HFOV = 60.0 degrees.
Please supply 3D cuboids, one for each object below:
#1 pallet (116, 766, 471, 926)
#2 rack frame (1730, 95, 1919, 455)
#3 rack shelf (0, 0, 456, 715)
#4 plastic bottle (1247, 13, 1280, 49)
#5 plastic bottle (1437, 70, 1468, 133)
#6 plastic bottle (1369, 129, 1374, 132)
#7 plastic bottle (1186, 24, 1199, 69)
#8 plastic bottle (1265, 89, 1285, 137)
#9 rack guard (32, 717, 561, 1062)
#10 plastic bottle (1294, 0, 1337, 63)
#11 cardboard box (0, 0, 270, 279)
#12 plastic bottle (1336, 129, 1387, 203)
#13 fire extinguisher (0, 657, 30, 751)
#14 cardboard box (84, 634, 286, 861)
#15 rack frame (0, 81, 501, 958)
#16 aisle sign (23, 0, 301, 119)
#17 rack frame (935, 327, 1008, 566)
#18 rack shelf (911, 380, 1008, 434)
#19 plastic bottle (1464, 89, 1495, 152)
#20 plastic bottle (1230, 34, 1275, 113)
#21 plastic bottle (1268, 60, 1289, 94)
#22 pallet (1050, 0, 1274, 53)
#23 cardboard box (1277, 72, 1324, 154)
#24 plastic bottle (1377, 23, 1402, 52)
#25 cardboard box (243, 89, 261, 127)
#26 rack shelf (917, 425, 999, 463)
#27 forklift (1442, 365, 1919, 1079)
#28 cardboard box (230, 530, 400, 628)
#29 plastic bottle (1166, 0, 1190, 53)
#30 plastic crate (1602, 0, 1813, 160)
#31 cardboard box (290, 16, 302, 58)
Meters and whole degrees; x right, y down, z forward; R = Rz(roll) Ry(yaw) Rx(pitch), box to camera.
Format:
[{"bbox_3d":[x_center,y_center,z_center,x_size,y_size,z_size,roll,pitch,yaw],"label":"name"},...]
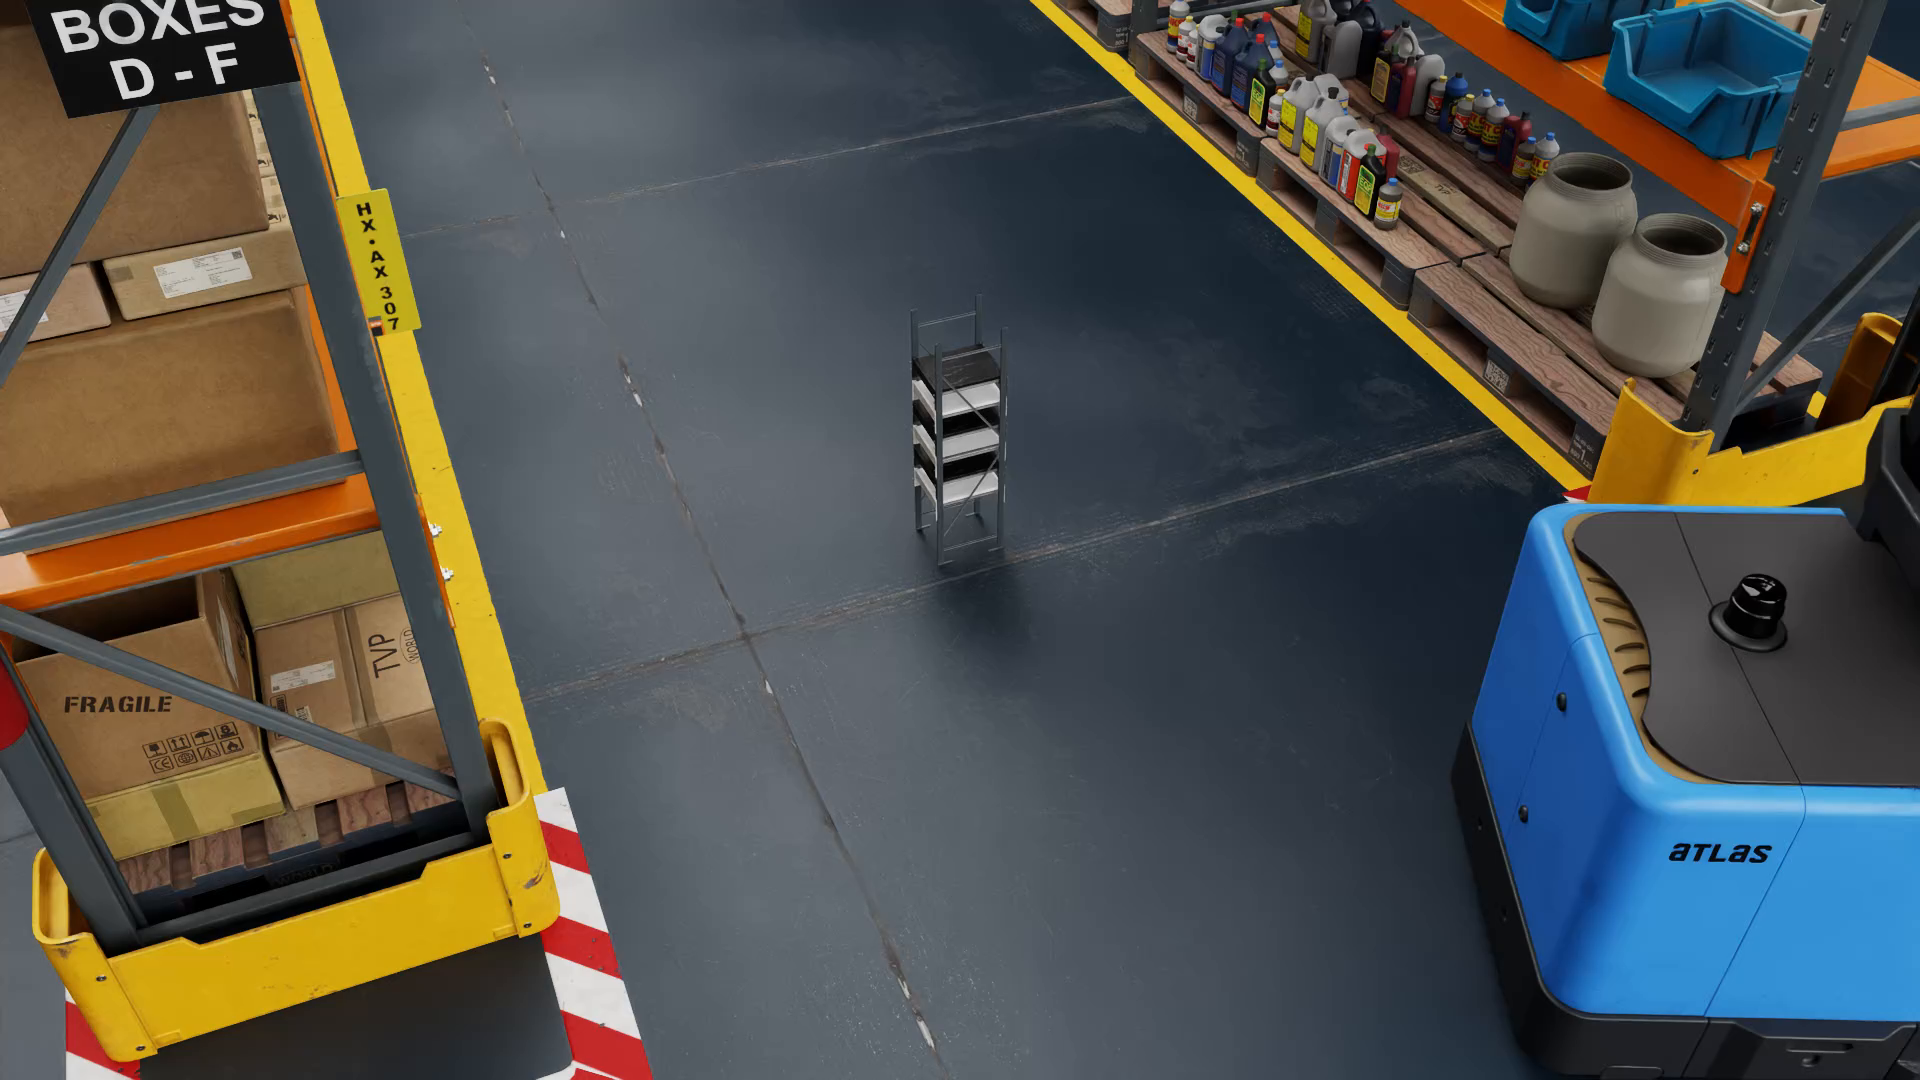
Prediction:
[{"bbox_3d":[-2.024,0.542,4.958,1.003,0.211,1.213,-15,43,-17],"label":"pallet"},{"bbox_3d":[2.889,-1.299,4.960,0.949,2.616,0.053,-15,43,-17],"label":"rack frame"},{"bbox_3d":[-2.457,-0.997,5.160,1.077,0.370,4.000,-15,43,-17],"label":"rack shelf"},{"bbox_3d":[1.414,-2.317,7.838,0.144,0.351,0.185,-15,43,-17],"label":"plastic bottle"},{"bbox_3d":[2.233,-1.989,7.518,0.097,0.271,0.097,0,41,0],"label":"plastic bottle"},{"bbox_3d":[1.762,-1.686,7.219,0.097,0.201,0.097,0,41,0],"label":"plastic bottle"},{"bbox_3d":[1.150,-2.390,8.037,0.097,0.201,0.097,0,41,0],"label":"plastic bottle"},{"bbox_3d":[1.439,-1.934,7.507,0.097,0.201,0.097,0,41,0],"label":"plastic bottle"},{"bbox_3d":[-1.683,0.897,4.323,1.175,0.500,0.348,-15,43,-17],"label":"rack guard"},{"bbox_3d":[1.735,-2.518,8.072,0.144,0.351,0.185,-15,43,-17],"label":"plastic bottle"},{"bbox_3d":[-1.879,-0.911,3.437,0.700,0.500,0.500,-15,43,-17],"label":"cardboard box"},{"bbox_3d":[1.707,-1.588,7.048,0.152,0.276,0.135,-15,43,-17],"label":"plastic bottle"},{"bbox_3d":[-2.076,0.152,3.333,0.296,0.674,0.183,-15,43,-17],"label":"fire extinguisher"},{"bbox_3d":[-2.170,0.569,4.574,0.500,0.250,0.500,-15,43,-17],"label":"cardboard box"},{"bbox_3d":[-1.692,-0.065,3.525,1.000,3.000,0.127,-15,43,-17],"label":"rack frame"},{"bbox_3d":[-1.384,-1.087,2.720,0.394,0.787,0.004,-15,43,-17],"label":"aisle sign"},{"bbox_3d":[0.036,-0.285,5.391,0.240,0.900,0.006,-15,43,-17],"label":"rack frame"},{"bbox_3d":[-0.003,-0.457,5.367,0.258,0.077,0.200,-15,43,-17],"label":"rack shelf"},{"bbox_3d":[2.310,-1.867,7.376,0.097,0.271,0.097,0,41,0],"label":"plastic bottle"},{"bbox_3d":[1.353,-2.167,7.664,0.144,0.351,0.185,-17,43,-19],"label":"plastic bottle"},{"bbox_3d":[1.444,-2.058,7.597,0.097,0.271,0.097,0,41,0],"label":"plastic bottle"},{"bbox_3d":[1.019,-3.114,9.209,1.003,0.211,1.213,-15,43,-17],"label":"pallet"},{"bbox_3d":[-1.123,-2.335,7.706,4.512,0.551,3.341,-16,43,-18],"label":"cardboard box"},{"bbox_3d":[2.042,-2.325,7.900,0.061,0.283,0.133,-12,42,-14],"label":"plastic bottle"},{"bbox_3d":[-1.841,-0.948,3.977,0.380,0.149,0.250,-15,43,-17],"label":"cardboard box"},{"bbox_3d":[-0.003,-0.336,5.471,0.221,0.026,0.190,-15,43,-17],"label":"rack shelf"},{"bbox_3d":[2.902,-0.055,3.566,3.031,2.935,1.130,1,41,1],"label":"forklift"},{"bbox_3d":[-1.885,-0.145,4.830,0.500,0.500,0.500,-15,43,-17],"label":"cardboard box"},{"bbox_3d":[1.072,-2.539,8.157,0.097,0.271,0.097,0,41,0],"label":"plastic bottle"},{"bbox_3d":[2.418,-1.469,5.272,0.499,0.251,0.616,-15,43,-17],"label":"plastic crate"},{"bbox_3d":[-3.151,-2.115,7.265,0.500,0.311,0.500,-15,43,-17],"label":"cardboard box"}]
